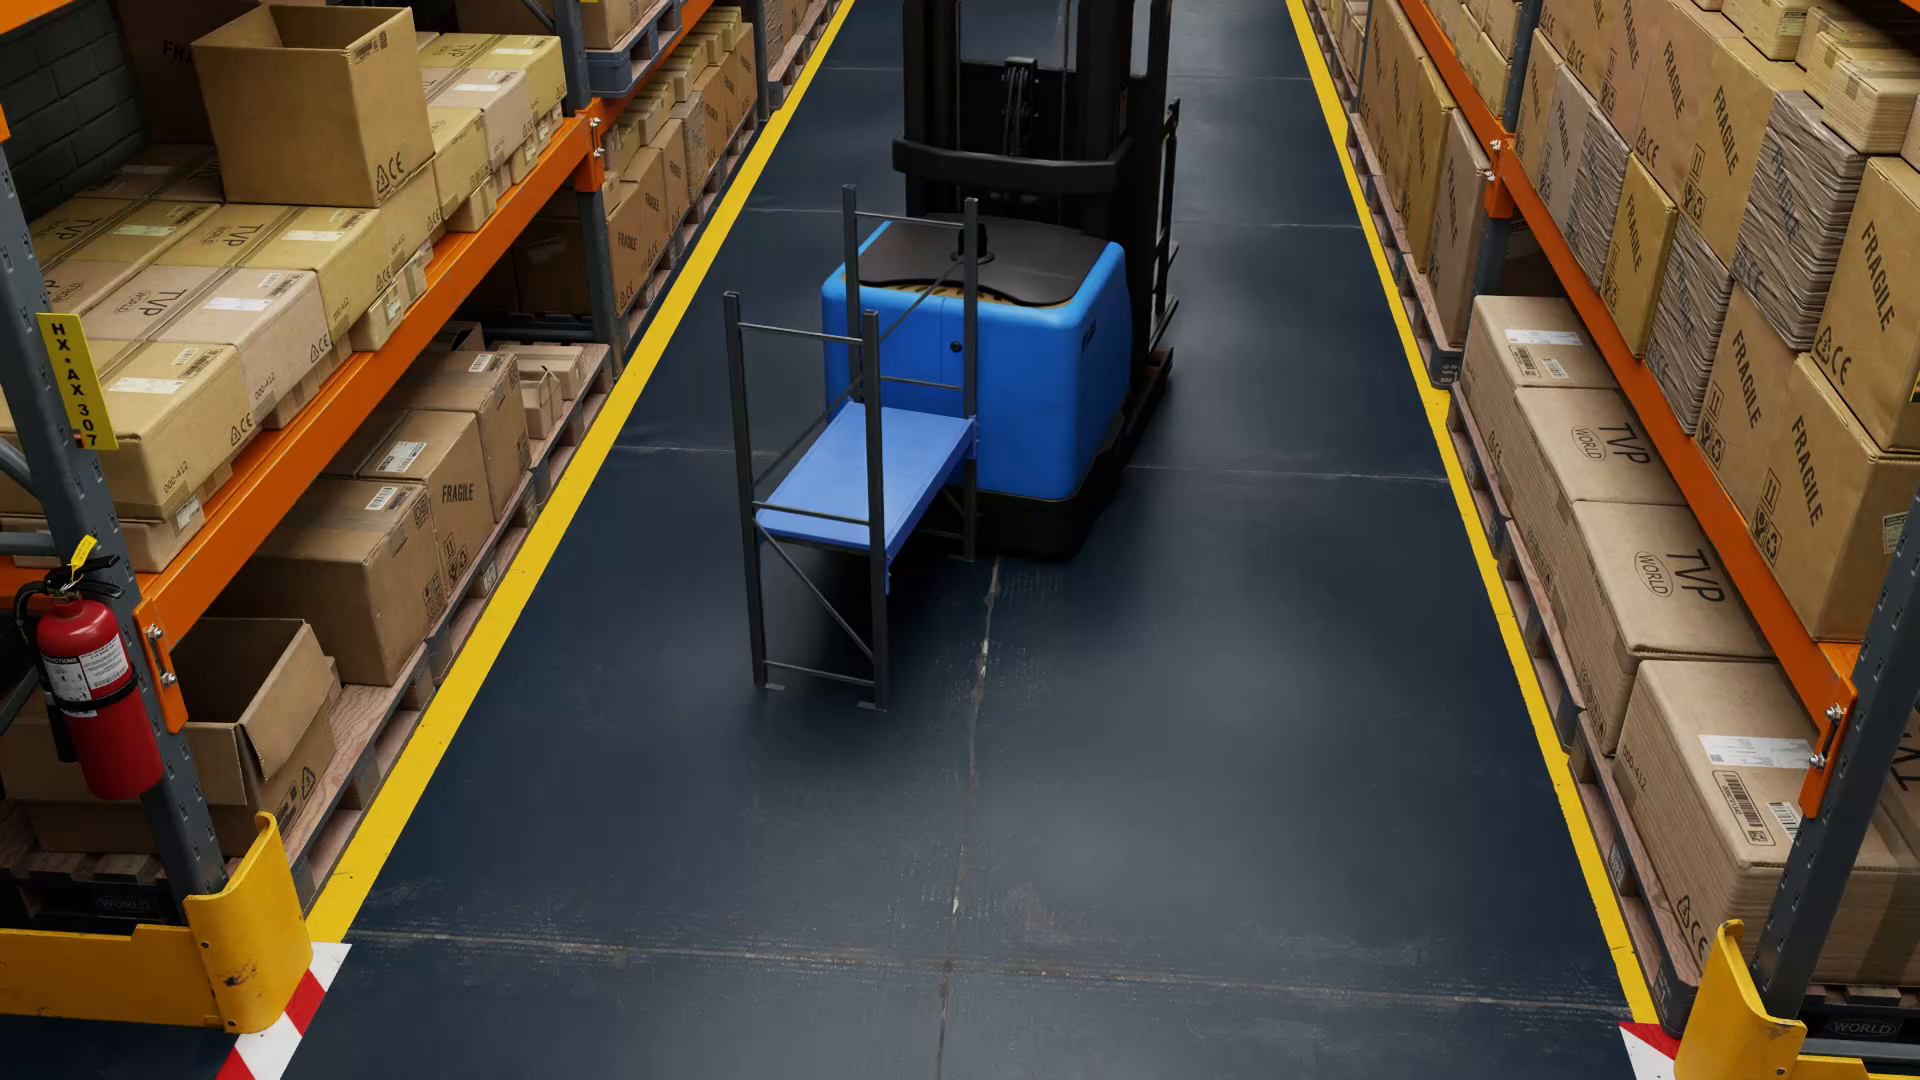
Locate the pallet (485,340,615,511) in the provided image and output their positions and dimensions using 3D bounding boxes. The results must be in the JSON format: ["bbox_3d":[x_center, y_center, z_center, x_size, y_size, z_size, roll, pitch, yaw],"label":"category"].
[{"bbox_3d":[-2.195,-0.542,7.428,1.003,0.211,1.213,2,32,4],"label":"pallet"}]

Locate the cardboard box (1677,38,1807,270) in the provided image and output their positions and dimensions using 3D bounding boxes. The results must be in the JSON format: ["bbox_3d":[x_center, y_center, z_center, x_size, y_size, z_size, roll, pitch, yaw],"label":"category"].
[{"bbox_3d":[2.342,-1.050,4.546,0.500,0.500,0.500,2,32,4],"label":"cardboard box"}]

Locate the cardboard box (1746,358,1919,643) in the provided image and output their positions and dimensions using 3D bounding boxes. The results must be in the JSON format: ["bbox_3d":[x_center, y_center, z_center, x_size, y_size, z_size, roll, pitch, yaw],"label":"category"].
[{"bbox_3d":[2.259,-0.092,3.945,0.500,0.500,0.500,3,32,4],"label":"cardboard box"}]

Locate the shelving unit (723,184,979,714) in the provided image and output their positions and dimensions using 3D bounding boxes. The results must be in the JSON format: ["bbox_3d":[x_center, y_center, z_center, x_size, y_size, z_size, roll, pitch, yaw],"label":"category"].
[{"bbox_3d":[-0.333,-0.337,5.868,0.538,1.500,1.048,9,33,15],"label":"shelving unit"}]

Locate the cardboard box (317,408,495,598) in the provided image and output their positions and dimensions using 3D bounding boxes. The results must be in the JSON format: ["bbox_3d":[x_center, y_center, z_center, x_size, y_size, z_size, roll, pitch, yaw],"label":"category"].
[{"bbox_3d":[-2.069,-0.144,6.107,0.500,0.500,0.500,3,32,5],"label":"cardboard box"}]

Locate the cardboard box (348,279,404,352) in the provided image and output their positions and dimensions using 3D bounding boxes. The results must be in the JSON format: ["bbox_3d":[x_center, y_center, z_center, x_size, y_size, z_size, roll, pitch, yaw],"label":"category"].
[{"bbox_3d":[-2.009,-0.721,5.300,0.380,0.149,0.250,2,32,3],"label":"cardboard box"}]

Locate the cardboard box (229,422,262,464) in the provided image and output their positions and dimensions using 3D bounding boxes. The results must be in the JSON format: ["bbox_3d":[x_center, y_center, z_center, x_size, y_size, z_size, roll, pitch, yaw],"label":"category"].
[{"bbox_3d":[-2.202,-0.323,4.655,0.380,0.149,0.250,2,32,3],"label":"cardboard box"}]

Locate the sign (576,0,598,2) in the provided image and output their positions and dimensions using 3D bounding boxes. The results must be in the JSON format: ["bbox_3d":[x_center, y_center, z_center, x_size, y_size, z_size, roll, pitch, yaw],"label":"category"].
[{"bbox_3d":[-1.597,-2.437,7.021,0.100,0.325,0.005,2,32,4],"label":"sign"}]

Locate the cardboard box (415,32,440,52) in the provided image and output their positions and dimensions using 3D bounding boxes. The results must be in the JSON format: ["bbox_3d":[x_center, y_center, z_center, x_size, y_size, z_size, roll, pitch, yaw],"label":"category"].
[{"bbox_3d":[-2.448,-1.903,6.839,0.500,0.250,0.500,2,32,3],"label":"cardboard box"}]

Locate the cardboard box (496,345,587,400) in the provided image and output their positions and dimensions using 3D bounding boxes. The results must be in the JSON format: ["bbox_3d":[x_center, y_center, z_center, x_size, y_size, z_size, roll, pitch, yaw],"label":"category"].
[{"bbox_3d":[-1.891,-0.749,7.423,0.380,0.149,0.250,2,32,2],"label":"cardboard box"}]

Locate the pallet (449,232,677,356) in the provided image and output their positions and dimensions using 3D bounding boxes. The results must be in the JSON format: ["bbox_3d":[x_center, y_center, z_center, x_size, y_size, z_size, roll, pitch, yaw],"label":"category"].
[{"bbox_3d":[-2.110,-1.328,8.703,1.003,0.211,1.213,2,32,4],"label":"pallet"}]

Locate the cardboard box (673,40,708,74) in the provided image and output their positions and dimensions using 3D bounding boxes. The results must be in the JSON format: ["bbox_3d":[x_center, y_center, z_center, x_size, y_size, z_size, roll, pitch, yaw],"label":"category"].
[{"bbox_3d":[-1.724,-2.885,9.937,0.380,0.149,0.250,3,32,5],"label":"cardboard box"}]

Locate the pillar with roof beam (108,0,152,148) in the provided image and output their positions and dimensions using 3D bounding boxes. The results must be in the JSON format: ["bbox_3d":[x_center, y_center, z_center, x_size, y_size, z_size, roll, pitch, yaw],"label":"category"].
[{"bbox_3d":[1.197,-4.132,4.878,9.100,9.000,0.400,2,32,4],"label":"pillar with roof beam"}]

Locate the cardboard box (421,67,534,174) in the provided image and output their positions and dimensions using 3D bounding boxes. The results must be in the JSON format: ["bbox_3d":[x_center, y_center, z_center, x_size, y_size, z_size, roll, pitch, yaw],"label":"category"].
[{"bbox_3d":[-1.963,-1.611,6.365,0.500,0.250,0.500,3,32,4],"label":"cardboard box"}]

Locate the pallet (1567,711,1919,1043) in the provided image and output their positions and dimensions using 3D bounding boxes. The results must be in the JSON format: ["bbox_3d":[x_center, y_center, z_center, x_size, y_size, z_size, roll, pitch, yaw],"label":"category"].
[{"bbox_3d":[2.471,0.980,4.959,1.003,0.211,1.213,2,32,4],"label":"pallet"}]

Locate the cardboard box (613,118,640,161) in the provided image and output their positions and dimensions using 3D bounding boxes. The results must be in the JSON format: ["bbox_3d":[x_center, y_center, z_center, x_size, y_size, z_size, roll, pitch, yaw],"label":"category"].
[{"bbox_3d":[-1.880,-2.082,8.633,0.380,0.149,0.250,2,32,3],"label":"cardboard box"}]

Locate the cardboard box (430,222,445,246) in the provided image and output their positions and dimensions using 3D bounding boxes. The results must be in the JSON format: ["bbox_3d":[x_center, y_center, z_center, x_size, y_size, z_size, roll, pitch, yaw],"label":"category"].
[{"bbox_3d":[-2.083,-1.128,5.961,0.380,0.149,0.250,3,32,5],"label":"cardboard box"}]

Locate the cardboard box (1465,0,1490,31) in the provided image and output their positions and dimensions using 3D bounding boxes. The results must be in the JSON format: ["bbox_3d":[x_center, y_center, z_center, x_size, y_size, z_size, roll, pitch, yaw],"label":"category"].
[{"bbox_3d":[2.636,-2.529,7.662,0.500,0.250,0.500,3,32,5],"label":"cardboard box"}]

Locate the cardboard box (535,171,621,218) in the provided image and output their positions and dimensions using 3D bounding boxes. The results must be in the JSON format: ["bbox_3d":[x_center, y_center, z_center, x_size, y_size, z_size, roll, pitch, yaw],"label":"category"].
[{"bbox_3d":[-1.844,-1.655,7.940,0.380,0.149,0.250,4,32,6],"label":"cardboard box"}]

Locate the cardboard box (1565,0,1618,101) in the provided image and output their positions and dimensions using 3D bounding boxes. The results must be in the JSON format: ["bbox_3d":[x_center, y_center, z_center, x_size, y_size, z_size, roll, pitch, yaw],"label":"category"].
[{"bbox_3d":[2.482,-1.843,5.834,0.500,0.500,0.500,2,32,3],"label":"cardboard box"}]

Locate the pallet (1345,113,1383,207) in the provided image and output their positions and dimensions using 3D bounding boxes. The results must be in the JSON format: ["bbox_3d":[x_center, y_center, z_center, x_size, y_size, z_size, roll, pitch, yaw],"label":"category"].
[{"bbox_3d":[2.996,-2.373,10.400,1.003,0.211,1.213,2,32,4],"label":"pallet"}]

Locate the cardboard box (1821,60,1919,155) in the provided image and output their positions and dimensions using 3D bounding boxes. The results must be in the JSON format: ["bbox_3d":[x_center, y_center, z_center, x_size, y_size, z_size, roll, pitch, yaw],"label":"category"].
[{"bbox_3d":[2.247,-0.999,3.845,0.380,0.149,0.250,2,32,4],"label":"cardboard box"}]

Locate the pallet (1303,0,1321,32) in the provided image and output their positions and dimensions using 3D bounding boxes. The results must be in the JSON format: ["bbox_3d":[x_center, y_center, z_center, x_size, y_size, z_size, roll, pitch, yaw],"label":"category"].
[{"bbox_3d":[3.399,-4.467,13.797,1.003,0.211,1.213,2,32,4],"label":"pallet"}]

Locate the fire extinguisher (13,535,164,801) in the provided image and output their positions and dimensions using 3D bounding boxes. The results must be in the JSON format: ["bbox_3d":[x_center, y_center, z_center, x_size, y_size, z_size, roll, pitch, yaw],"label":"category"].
[{"bbox_3d":[-2.015,0.292,3.846,0.296,0.674,0.183,2,32,4],"label":"fire extinguisher"}]

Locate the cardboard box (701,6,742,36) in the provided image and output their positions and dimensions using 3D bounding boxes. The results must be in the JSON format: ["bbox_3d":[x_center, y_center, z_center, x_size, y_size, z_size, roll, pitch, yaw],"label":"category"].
[{"bbox_3d":[-1.600,-3.301,10.612,0.380,0.149,0.250,1,32,2],"label":"cardboard box"}]

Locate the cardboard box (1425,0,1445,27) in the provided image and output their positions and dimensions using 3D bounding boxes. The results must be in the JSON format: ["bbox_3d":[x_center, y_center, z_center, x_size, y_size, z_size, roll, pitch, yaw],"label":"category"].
[{"bbox_3d":[2.735,-2.859,8.673,0.500,0.250,0.500,2,32,4],"label":"cardboard box"}]

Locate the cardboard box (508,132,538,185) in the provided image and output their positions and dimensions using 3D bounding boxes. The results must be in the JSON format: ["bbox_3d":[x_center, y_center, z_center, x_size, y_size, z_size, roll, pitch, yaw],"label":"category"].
[{"bbox_3d":[-1.909,-1.529,6.612,0.380,0.149,0.250,3,32,5],"label":"cardboard box"}]

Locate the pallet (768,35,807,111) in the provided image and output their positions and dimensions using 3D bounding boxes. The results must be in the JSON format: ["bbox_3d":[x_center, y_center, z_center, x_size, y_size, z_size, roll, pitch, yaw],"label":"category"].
[{"bbox_3d":[-1.707,-3.421,12.100,1.003,0.211,1.213,2,32,4],"label":"pallet"}]

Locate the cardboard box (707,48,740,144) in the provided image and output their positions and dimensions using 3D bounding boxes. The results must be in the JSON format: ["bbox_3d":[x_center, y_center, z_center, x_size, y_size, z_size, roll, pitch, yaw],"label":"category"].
[{"bbox_3d":[-1.684,-2.803,10.421,0.500,0.500,0.500,2,32,3],"label":"cardboard box"}]

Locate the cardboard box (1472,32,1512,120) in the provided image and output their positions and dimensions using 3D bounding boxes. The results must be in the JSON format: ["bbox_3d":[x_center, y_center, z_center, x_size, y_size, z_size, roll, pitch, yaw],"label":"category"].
[{"bbox_3d":[2.595,-2.059,7.375,0.500,0.250,0.500,2,32,3],"label":"cardboard box"}]

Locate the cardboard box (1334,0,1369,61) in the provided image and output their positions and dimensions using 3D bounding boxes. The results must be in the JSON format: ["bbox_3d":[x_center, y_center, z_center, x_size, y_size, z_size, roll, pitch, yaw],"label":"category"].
[{"bbox_3d":[3.243,-3.711,12.016,0.950,0.372,0.625,2,32,3],"label":"cardboard box"}]

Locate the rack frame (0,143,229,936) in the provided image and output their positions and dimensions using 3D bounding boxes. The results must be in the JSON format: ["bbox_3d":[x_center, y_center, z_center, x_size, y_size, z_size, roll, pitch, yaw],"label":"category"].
[{"bbox_3d":[-2.464,0.004,3.885,1.000,3.000,0.127,2,32,4],"label":"rack frame"}]

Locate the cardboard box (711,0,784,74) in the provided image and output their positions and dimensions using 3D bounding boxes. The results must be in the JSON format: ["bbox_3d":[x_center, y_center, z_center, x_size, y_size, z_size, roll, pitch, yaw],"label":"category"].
[{"bbox_3d":[-1.748,-3.673,11.714,0.875,0.625,0.625,3,32,6],"label":"cardboard box"}]

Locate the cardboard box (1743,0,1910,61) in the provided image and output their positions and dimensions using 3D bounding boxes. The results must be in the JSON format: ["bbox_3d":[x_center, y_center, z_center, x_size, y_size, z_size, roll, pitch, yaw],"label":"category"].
[{"bbox_3d":[2.362,-1.396,4.490,0.380,0.149,0.250,3,32,5],"label":"cardboard box"}]

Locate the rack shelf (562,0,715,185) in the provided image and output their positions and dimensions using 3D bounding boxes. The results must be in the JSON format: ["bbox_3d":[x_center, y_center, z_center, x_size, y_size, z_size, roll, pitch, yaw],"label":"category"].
[{"bbox_3d":[-1.975,-2.827,9.164,1.077,0.370,4.000,2,32,4],"label":"rack shelf"}]

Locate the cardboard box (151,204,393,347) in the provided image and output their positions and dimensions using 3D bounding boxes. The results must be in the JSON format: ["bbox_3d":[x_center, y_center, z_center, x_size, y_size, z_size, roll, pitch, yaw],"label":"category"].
[{"bbox_3d":[-2.080,-0.814,5.071,0.500,0.250,0.500,2,32,3],"label":"cardboard box"}]

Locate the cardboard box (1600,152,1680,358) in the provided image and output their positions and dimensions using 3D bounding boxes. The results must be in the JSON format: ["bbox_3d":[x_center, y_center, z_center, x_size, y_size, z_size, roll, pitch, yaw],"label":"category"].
[{"bbox_3d":[2.376,-0.894,5.246,0.500,0.500,0.500,3,32,5],"label":"cardboard box"}]

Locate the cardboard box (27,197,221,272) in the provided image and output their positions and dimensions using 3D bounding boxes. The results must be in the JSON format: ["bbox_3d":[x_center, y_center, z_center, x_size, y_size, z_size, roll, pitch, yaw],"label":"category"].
[{"bbox_3d":[-2.603,-0.839,5.112,0.500,0.250,0.500,3,32,6],"label":"cardboard box"}]

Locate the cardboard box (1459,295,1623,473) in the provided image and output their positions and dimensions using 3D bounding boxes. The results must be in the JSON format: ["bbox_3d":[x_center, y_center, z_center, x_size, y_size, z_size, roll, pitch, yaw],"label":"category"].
[{"bbox_3d":[2.651,-0.642,6.975,0.875,0.438,0.875,2,32,3],"label":"cardboard box"}]

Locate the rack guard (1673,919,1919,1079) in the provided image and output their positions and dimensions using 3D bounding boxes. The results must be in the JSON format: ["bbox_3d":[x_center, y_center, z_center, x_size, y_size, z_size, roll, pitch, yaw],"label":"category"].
[{"bbox_3d":[2.482,1.291,4.179,1.175,0.500,0.348,2,32,4],"label":"rack guard"}]

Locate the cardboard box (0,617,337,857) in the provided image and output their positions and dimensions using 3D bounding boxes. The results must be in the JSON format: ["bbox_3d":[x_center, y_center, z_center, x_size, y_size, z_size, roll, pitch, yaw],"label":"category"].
[{"bbox_3d":[-2.320,0.572,4.942,0.797,0.503,0.637,1,32,2],"label":"cardboard box"}]

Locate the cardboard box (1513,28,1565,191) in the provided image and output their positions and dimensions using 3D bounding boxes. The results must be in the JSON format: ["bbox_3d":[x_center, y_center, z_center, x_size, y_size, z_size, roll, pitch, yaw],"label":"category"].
[{"bbox_3d":[2.510,-1.686,6.532,0.500,0.500,0.500,3,32,6],"label":"cardboard box"}]

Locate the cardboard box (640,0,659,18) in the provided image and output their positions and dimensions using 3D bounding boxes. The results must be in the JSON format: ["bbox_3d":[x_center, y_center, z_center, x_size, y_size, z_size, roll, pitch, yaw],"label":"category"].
[{"bbox_3d":[-1.834,-2.823,7.977,0.700,0.500,0.500,3,32,5],"label":"cardboard box"}]

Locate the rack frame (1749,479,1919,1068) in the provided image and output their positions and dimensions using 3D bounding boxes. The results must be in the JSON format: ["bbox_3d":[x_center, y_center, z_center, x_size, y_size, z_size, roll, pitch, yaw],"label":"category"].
[{"bbox_3d":[2.480,0.214,3.544,0.949,2.616,0.053,2,32,4],"label":"rack frame"}]

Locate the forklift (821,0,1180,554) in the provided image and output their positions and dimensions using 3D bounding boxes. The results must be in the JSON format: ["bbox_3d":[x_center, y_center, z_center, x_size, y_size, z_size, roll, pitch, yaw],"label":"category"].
[{"bbox_3d":[0.387,-1.957,7.132,1.130,2.935,3.031,9,33,15],"label":"forklift"}]

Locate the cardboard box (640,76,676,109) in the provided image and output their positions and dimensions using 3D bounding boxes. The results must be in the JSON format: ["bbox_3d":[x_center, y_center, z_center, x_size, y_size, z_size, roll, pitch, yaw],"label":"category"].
[{"bbox_3d":[-1.807,-2.483,9.283,0.380,0.149,0.250,3,32,4],"label":"cardboard box"}]

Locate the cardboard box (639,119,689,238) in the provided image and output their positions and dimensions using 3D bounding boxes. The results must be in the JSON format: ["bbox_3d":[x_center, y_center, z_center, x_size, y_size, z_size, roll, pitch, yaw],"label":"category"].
[{"bbox_3d":[-1.796,-1.985,9.095,0.500,0.500,0.500,2,32,3],"label":"cardboard box"}]

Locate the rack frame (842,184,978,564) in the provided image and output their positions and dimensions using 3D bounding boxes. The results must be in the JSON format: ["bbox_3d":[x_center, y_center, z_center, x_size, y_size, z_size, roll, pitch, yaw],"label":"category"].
[{"bbox_3d":[-0.179,-0.591,6.280,0.500,1.500,0.032,9,33,15],"label":"rack frame"}]

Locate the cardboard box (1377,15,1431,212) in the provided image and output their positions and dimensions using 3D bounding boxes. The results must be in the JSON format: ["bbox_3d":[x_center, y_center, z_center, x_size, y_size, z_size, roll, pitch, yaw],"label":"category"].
[{"bbox_3d":[2.919,-2.420,9.442,0.875,0.875,0.875,3,32,5],"label":"cardboard box"}]

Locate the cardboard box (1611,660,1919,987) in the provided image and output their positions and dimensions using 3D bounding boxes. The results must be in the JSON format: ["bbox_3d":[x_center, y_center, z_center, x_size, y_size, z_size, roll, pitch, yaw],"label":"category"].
[{"bbox_3d":[2.438,0.776,4.673,0.875,0.438,0.875,1,32,2],"label":"cardboard box"}]

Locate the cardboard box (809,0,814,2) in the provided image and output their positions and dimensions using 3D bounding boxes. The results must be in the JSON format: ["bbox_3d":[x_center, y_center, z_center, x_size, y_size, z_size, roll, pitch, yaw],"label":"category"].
[{"bbox_3d":[-1.589,-4.760,13.478,0.875,0.625,0.625,2,32,3],"label":"cardboard box"}]
